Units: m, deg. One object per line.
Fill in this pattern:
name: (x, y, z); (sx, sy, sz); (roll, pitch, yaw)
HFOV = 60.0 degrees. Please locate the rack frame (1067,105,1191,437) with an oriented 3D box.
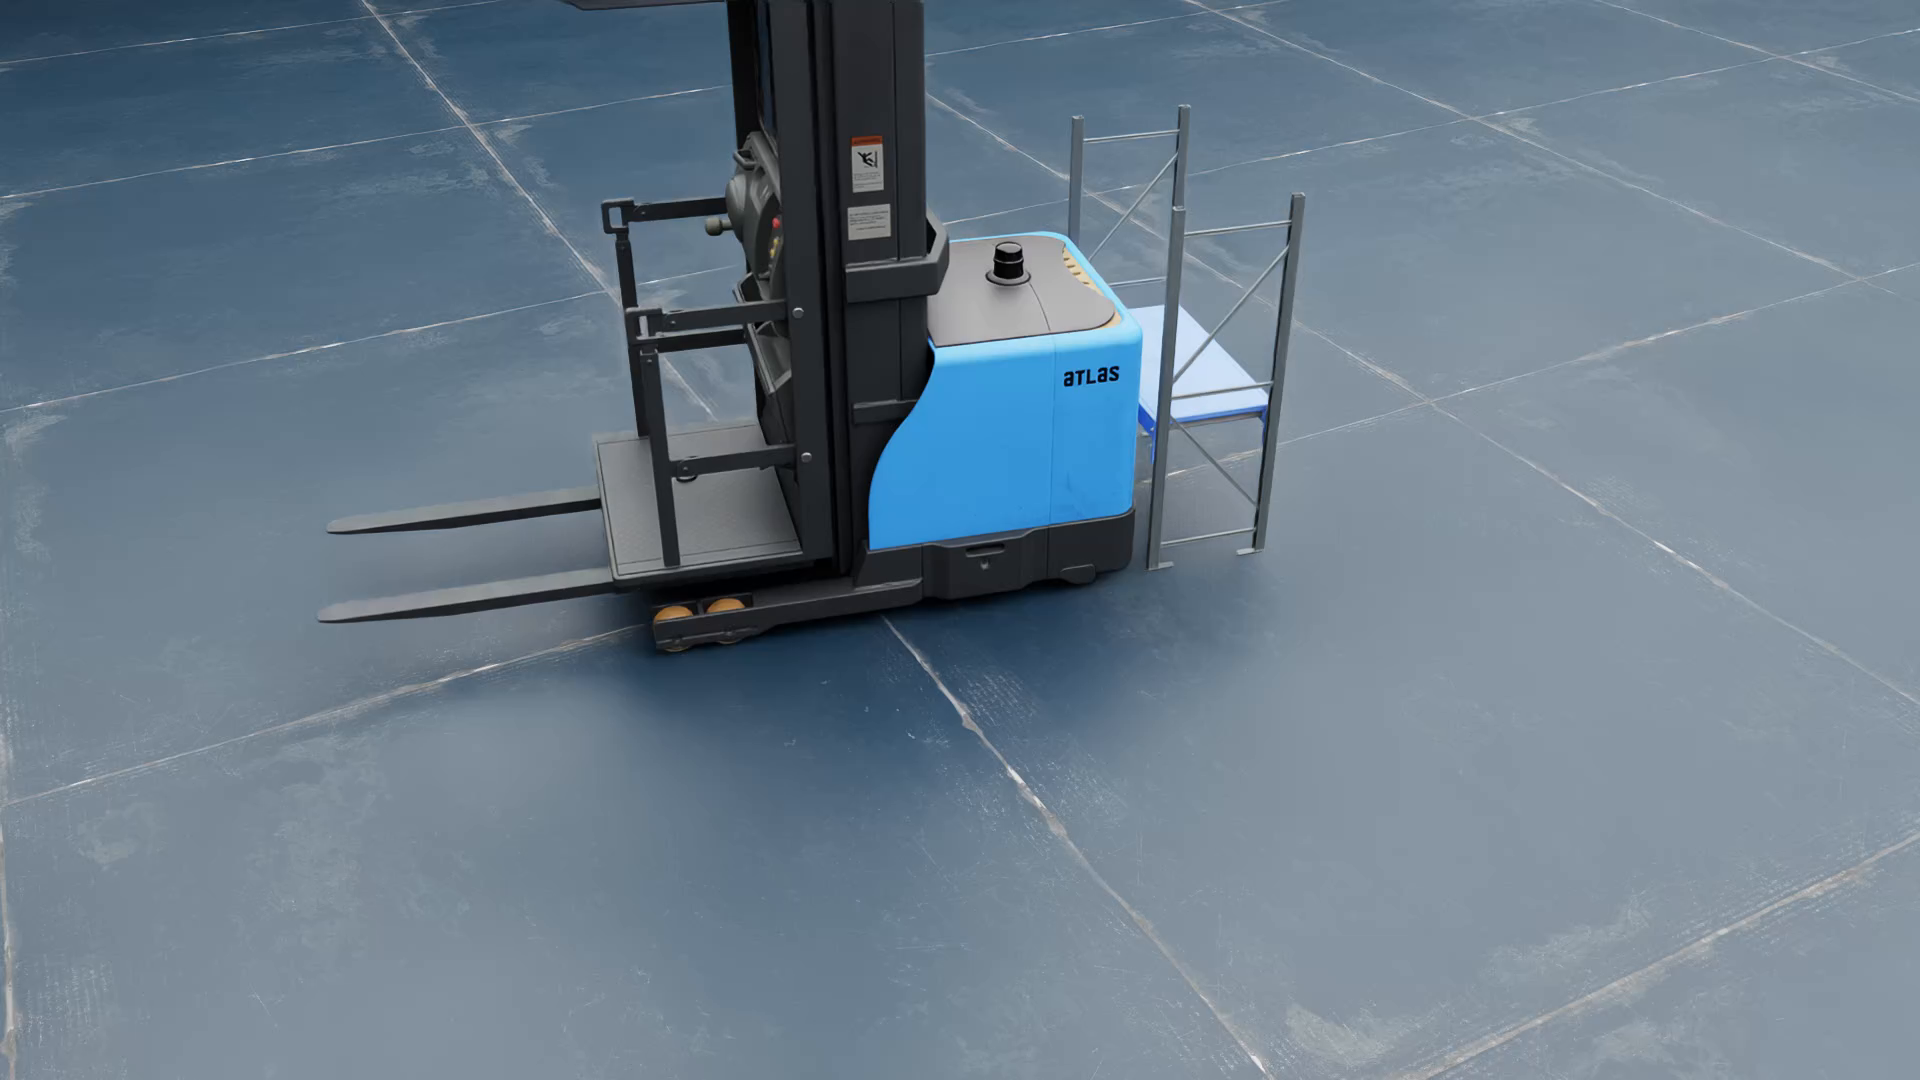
rack frame: (0.686, -1.079, 7.044); (0.500, 1.500, 0.032); (-9, 34, -14)

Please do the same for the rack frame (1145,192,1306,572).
rack frame: (0.978, -0.554, 6.224); (0.500, 1.500, 0.032); (-9, 34, -14)

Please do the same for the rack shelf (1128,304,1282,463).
rack shelf: (0.832, -0.665, 6.731); (0.538, 0.185, 1.000); (-9, 34, -14)

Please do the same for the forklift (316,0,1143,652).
forklift: (-0.898, -1.140, 5.812); (3.031, 2.935, 1.130); (-8, 34, -12)

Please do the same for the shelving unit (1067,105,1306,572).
shelving unit: (0.832, -0.817, 6.634); (0.538, 1.500, 1.048); (-9, 34, -14)
